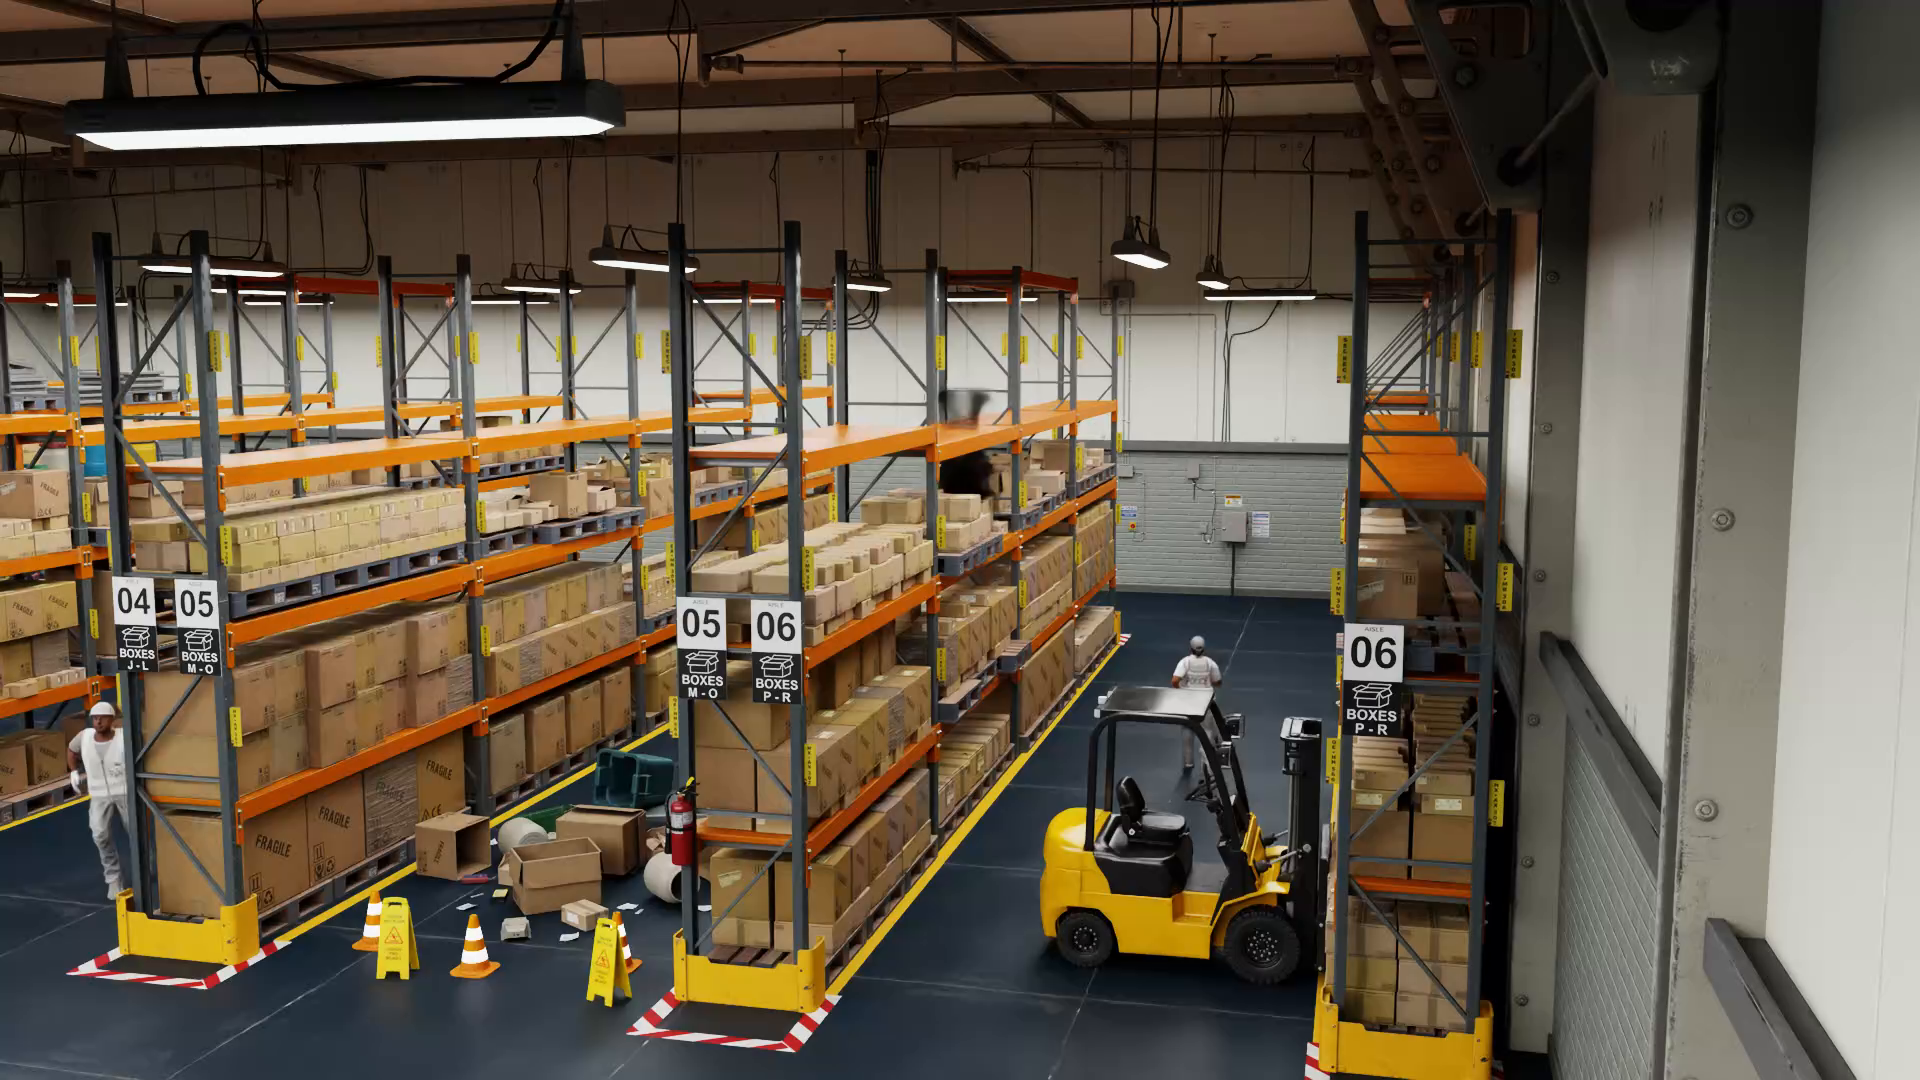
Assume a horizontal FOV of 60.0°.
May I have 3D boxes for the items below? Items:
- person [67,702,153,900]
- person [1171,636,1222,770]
[{"bbox_3d":[-7.951,2.406,15.569,0.786,1.844,0.720,-1,7,-12],"label":"person"},{"bbox_3d":[2.804,1.943,19.750,0.609,1.632,0.861,1,7,5],"label":"person"}]
